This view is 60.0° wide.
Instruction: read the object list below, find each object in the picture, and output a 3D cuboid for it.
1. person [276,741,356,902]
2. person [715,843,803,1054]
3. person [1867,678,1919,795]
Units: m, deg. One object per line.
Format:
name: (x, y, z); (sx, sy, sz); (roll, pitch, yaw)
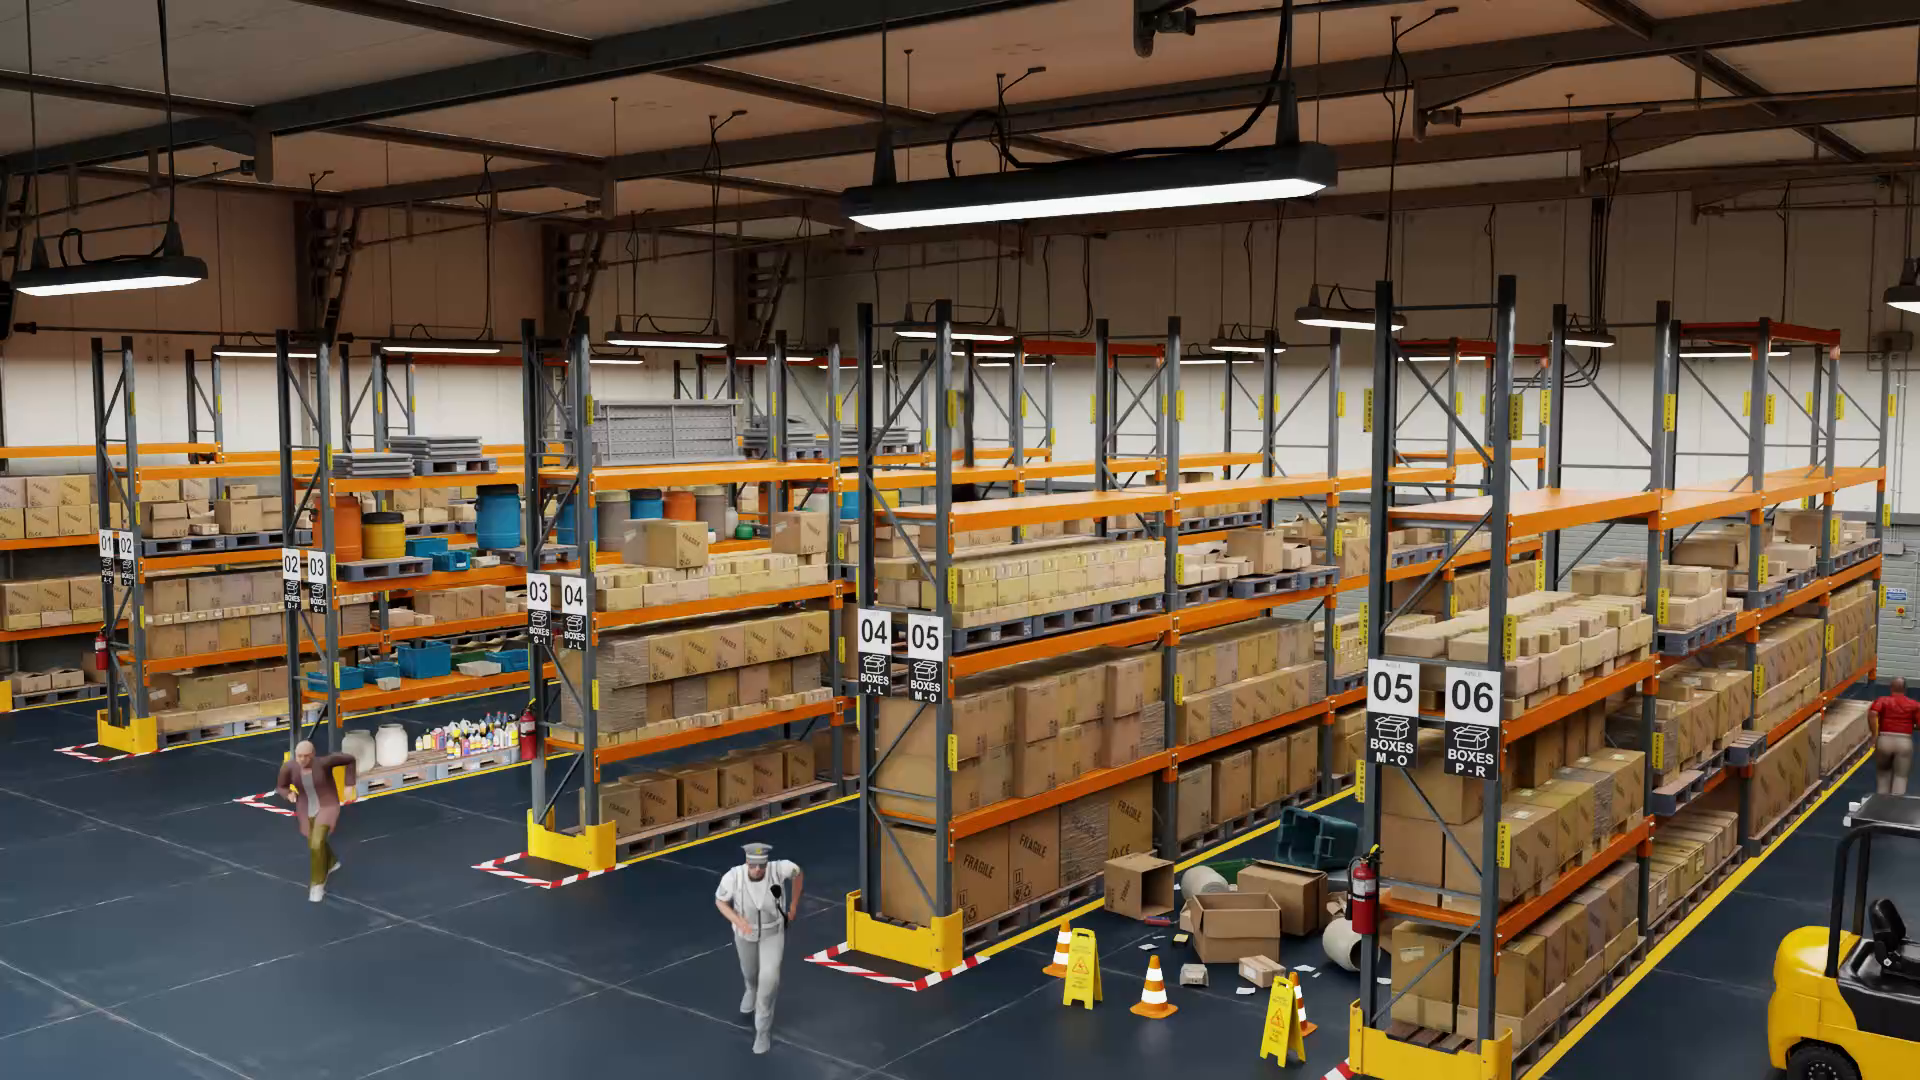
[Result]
person: (-6.631, 2.863, 17.235); (0.751, 1.727, 1.069); (0, 5, -4)
person: (-1.625, 3.198, 13.470); (0.707, 1.721, 1.023); (-1, 5, -9)
person: (11.357, 2.566, 20.185); (0.599, 1.784, 0.852); (3, 6, 34)
